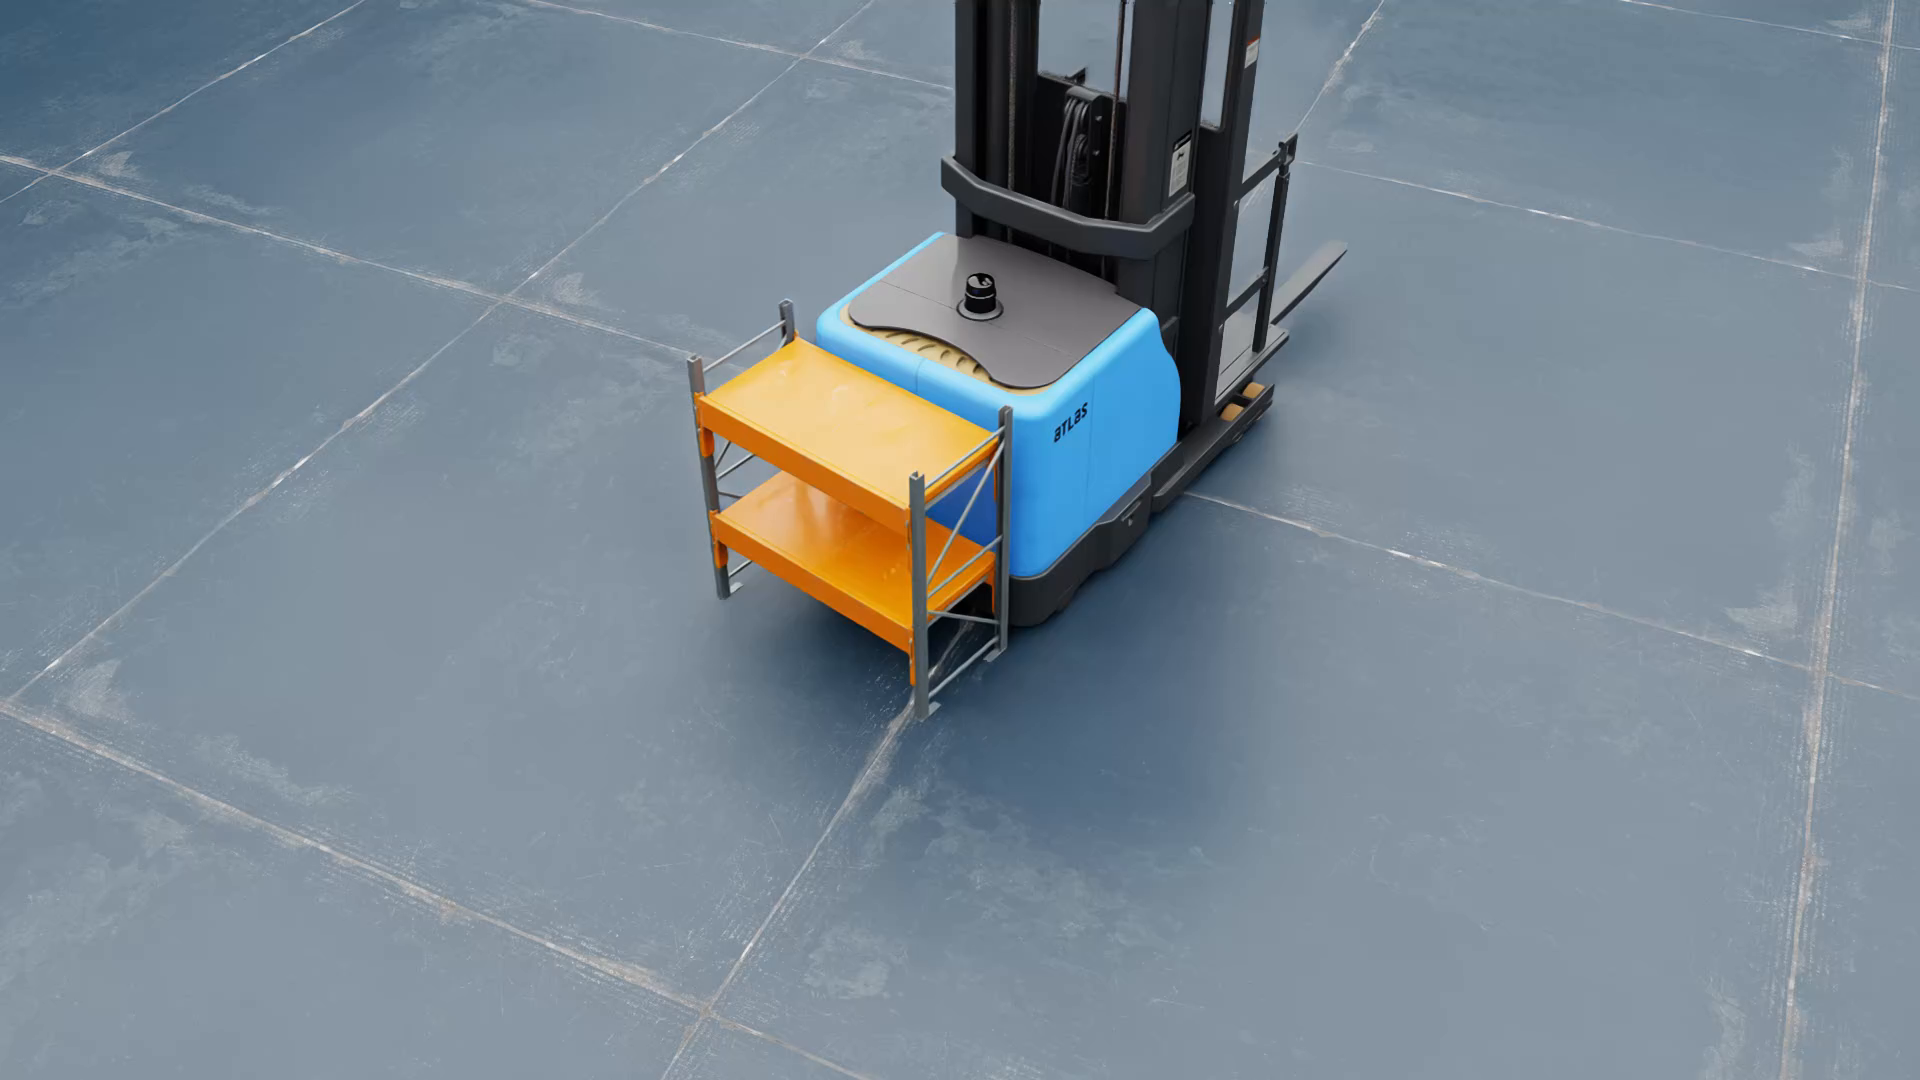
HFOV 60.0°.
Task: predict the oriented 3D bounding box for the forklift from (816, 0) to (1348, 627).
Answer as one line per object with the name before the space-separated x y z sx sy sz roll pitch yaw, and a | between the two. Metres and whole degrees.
forklift | 0.728 -1.703 6.477 1.130 2.935 3.031 25 47 26

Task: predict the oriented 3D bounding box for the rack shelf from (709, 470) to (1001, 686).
rack shelf | -0.384 0.075 6.178 1.000 0.278 0.538 28 48 29

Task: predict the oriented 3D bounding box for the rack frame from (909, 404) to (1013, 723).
rack frame | 0.008 0.102 5.773 0.032 1.125 0.500 28 48 29

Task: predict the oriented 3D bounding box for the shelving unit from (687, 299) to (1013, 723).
shelving unit | -0.384 -0.109 6.017 1.048 1.125 0.538 28 48 29

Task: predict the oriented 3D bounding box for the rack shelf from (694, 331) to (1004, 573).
rack shelf | -0.384 -0.331 5.826 1.000 0.278 0.538 28 48 29

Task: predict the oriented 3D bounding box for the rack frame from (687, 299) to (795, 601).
rack frame | -0.777 -0.321 6.262 0.032 1.125 0.500 28 48 29
